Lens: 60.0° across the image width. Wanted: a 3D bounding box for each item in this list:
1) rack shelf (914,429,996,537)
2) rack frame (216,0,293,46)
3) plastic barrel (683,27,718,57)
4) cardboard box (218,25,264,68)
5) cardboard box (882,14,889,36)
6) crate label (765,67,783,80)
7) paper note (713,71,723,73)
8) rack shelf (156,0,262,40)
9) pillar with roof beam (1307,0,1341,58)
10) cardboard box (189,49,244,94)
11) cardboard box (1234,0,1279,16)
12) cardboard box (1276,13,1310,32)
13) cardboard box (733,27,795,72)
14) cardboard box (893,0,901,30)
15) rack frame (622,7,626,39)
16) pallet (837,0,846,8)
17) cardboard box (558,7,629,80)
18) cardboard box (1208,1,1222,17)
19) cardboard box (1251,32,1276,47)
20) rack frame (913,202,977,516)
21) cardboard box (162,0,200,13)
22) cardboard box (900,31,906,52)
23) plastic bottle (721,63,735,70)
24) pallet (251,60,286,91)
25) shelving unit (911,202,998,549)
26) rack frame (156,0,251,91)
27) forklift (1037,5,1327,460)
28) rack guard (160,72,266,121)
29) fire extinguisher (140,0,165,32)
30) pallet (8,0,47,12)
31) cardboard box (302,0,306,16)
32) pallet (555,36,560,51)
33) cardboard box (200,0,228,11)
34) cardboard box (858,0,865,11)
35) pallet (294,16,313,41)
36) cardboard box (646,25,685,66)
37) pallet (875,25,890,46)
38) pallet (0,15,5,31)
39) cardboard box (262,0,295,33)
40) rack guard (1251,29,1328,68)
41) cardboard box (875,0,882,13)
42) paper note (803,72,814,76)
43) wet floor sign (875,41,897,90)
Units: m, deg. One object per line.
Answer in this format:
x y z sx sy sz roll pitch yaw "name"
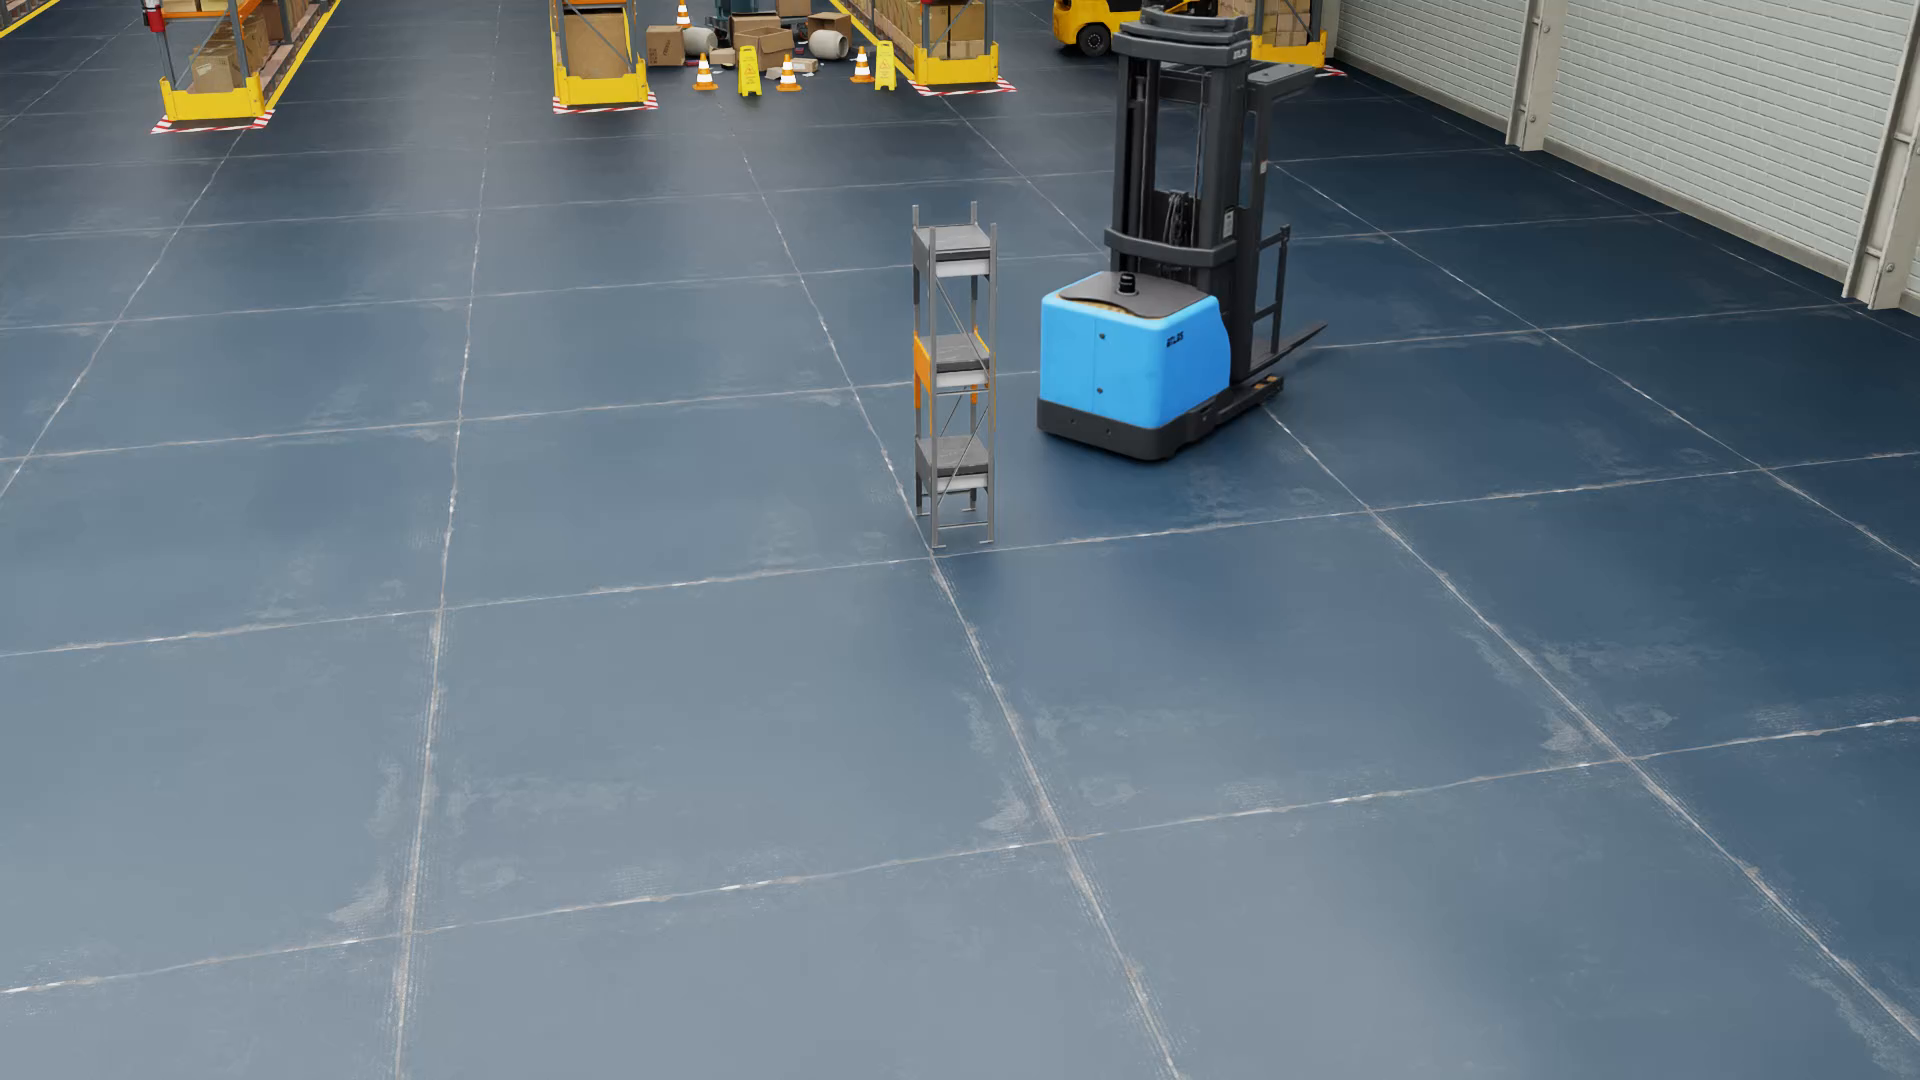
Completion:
-0.037 -0.373 10.742 0.431 0.518 0.480 -6 27 -12 "rack shelf"
-10.593 -8.608 24.475 1.000 3.000 0.127 -6 27 -12 "rack frame"
-3.987 -7.574 25.287 0.512 0.421 0.421 13 30 24 "plastic barrel"
-10.189 -6.984 23.566 0.500 0.500 0.500 -8 28 -16 "cardboard box"
-0.936 -8.054 25.964 0.500 0.250 0.500 -4 27 -9 "cardboard box"
-2.632 -6.715 23.901 0.250 0.136 0.298 -23 35 -38 "crate label"
-3.526 -6.827 24.244 0.144 0.017 0.142 3 27 6 "paper note"
-10.142 -7.408 22.897 1.077 0.370 4.000 -6 27 -12 "rack shelf"
1.326 -11.002 22.560 9.100 9.000 0.400 -6 27 -12 "pillar with roof beam"
-9.816 -6.199 22.011 0.500 0.500 0.500 -1 27 -2 "cardboard box"
4.391 -7.940 24.629 0.500 0.250 0.500 -5 27 -10 "cardboard box"
4.895 -7.774 24.854 0.500 0.250 0.500 -5 27 -11 "cardboard box"
-2.899 -7.257 24.570 0.637 0.503 0.797 19 32 32 "cardboard box"
-0.699 -7.929 24.883 0.500 0.500 0.500 -7 28 -13 "cardboard box"
-5.737 -9.067 25.385 1.000 3.000 0.127 -6 27 -12 "rack frame"
-1.664 -9.782 29.896 1.003 0.211 1.213 -6 27 -12 "pallet"
-5.053 -6.841 22.866 0.875 0.875 0.875 -6 27 -11 "cardboard box"
4.145 -8.174 25.647 0.500 0.250 0.500 -7 28 -13 "cardboard box"
4.385 -7.498 24.861 0.500 0.250 0.500 -6 27 -11 "cardboard box"
-0.092 -1.117 10.633 0.400 2.100 0.015 -6 27 -12 "rack frame"
-9.957 -6.844 21.259 0.380 0.149 0.250 -6 27 -12 "cardboard box"
-0.589 -7.374 24.615 0.500 0.250 0.500 -6 27 -11 "cardboard box"
-3.436 -6.993 24.537 0.133 0.061 0.283 -16 31 -29 "plastic bottle"
-10.128 -6.535 23.463 1.003 0.211 1.213 -6 27 -12 "pallet"
-0.037 -1.010 10.421 0.431 2.100 0.503 -6 27 -12 "shelving unit"
-9.691 -6.852 20.996 1.000 3.000 0.127 -6 27 -12 "rack frame"
1.866 -2.469 12.389 1.130 2.935 3.031 19 33 33 "forklift"
-9.708 -5.769 21.625 1.175 0.500 0.348 -6 27 -12 "rack guard"
-10.114 -6.720 20.821 0.296 0.674 0.183 -6 27 -12 "fire extinguisher"
-16.809 -9.492 29.322 1.003 0.211 1.213 -6 27 -12 "pallet"
-11.186 -8.910 27.359 0.700 0.500 0.500 -8 28 -16 "cardboard box"
-5.642 -7.480 25.336 1.003 0.211 1.213 -6 27 -12 "pallet"
-9.523 -6.889 21.348 0.380 0.149 0.250 -6 27 -12 "cardboard box"
-1.224 -9.174 28.046 0.950 0.372 0.625 -4 27 -8 "cardboard box"
-11.048 -8.241 26.843 1.003 0.211 1.213 -6 27 -12 "pallet"
-4.388 -7.375 24.804 0.500 0.500 0.500 -1 27 -3 "cardboard box"
-0.752 -8.078 26.520 1.003 0.211 1.213 -6 27 -12 "pallet"
-16.183 -8.272 26.904 1.003 0.211 1.213 -6 27 -12 "pallet"
-10.799 -8.171 25.896 0.700 0.500 0.500 -6 27 -12 "cardboard box"
4.804 -7.237 24.534 1.175 0.500 0.348 -6 27 -12 "rack guard"
-1.068 -8.622 26.257 0.500 0.500 0.500 -5 27 -9 "cardboard box"
-2.188 -6.745 24.080 0.148 0.019 0.142 -16 31 -29 "paper note"
-1.036 -6.615 23.139 0.267 0.644 0.232 3 27 6 "wet floor sign"
